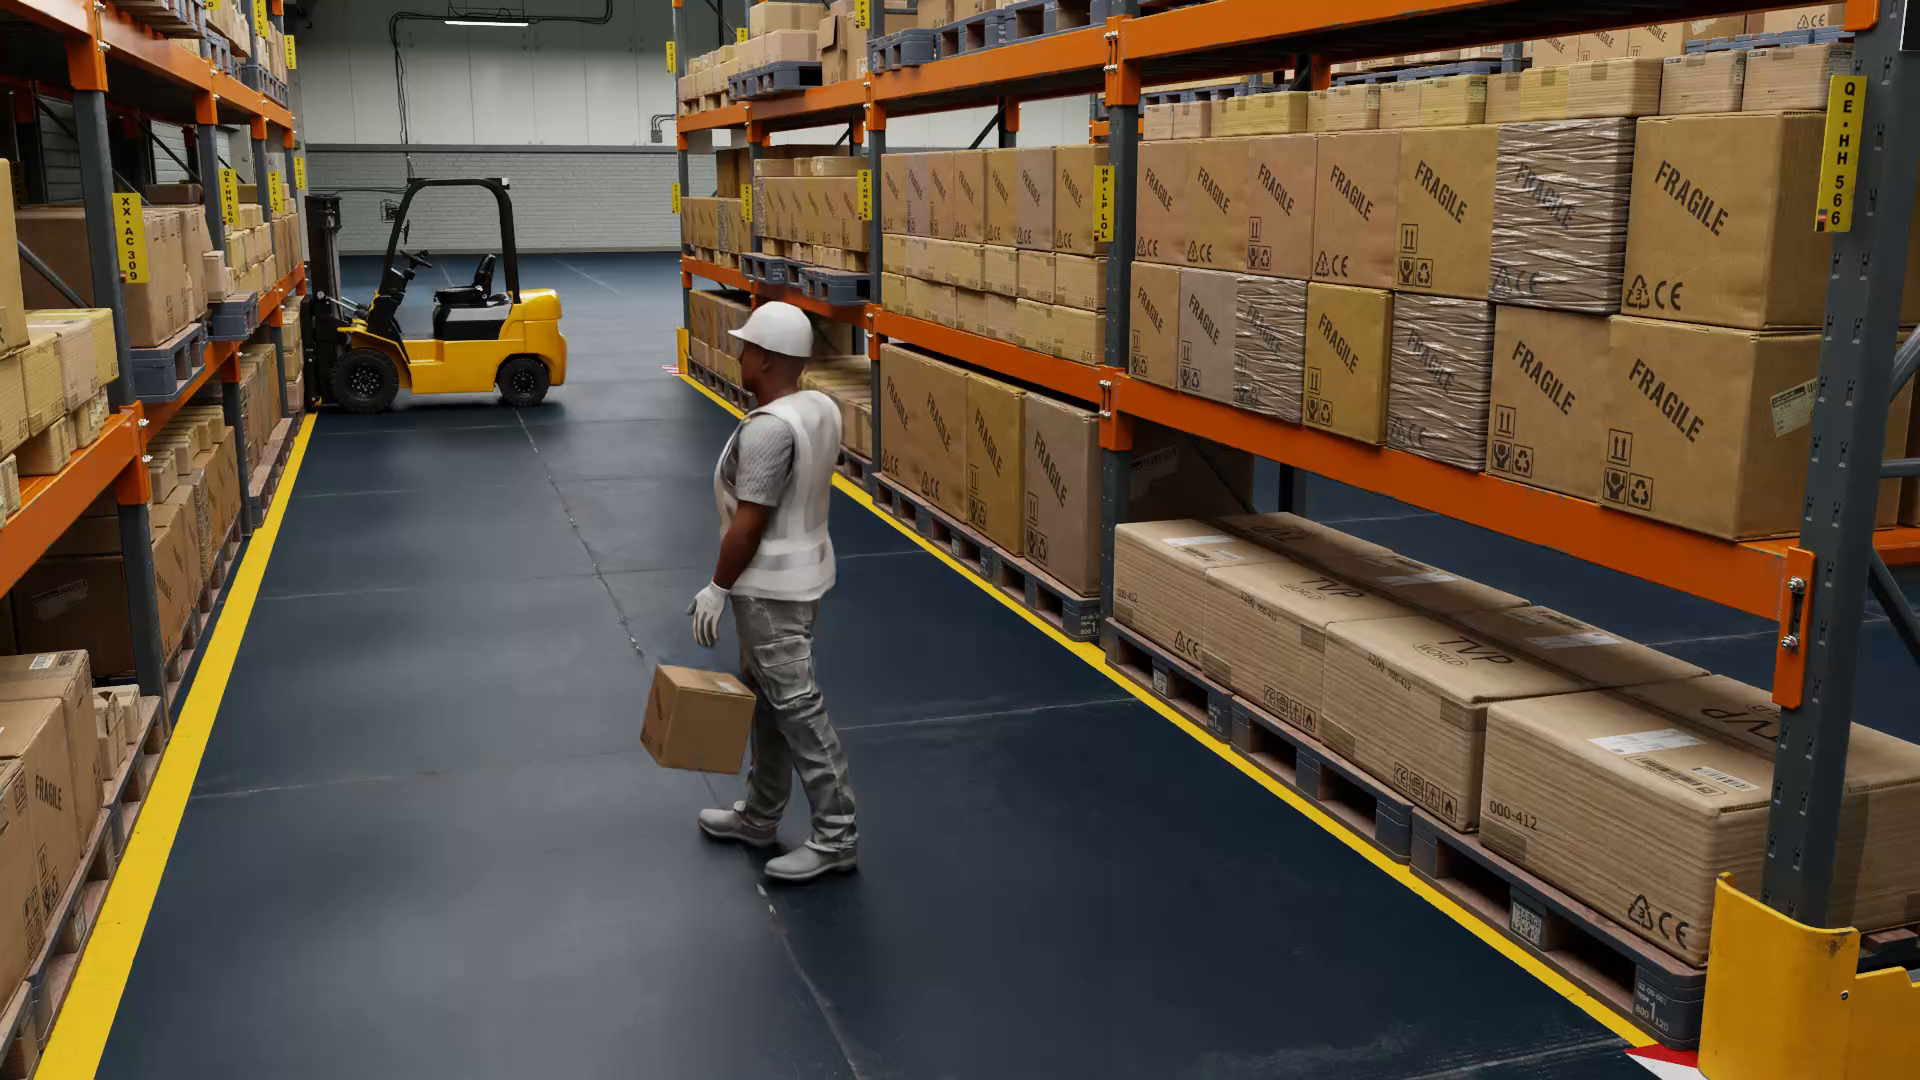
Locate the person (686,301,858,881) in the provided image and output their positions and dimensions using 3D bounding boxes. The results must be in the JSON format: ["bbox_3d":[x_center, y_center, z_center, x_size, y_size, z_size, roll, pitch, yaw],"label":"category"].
[{"bbox_3d":[-0.607,0.149,5.225,0.616,1.789,0.642,2,12,10],"label":"person"}]
